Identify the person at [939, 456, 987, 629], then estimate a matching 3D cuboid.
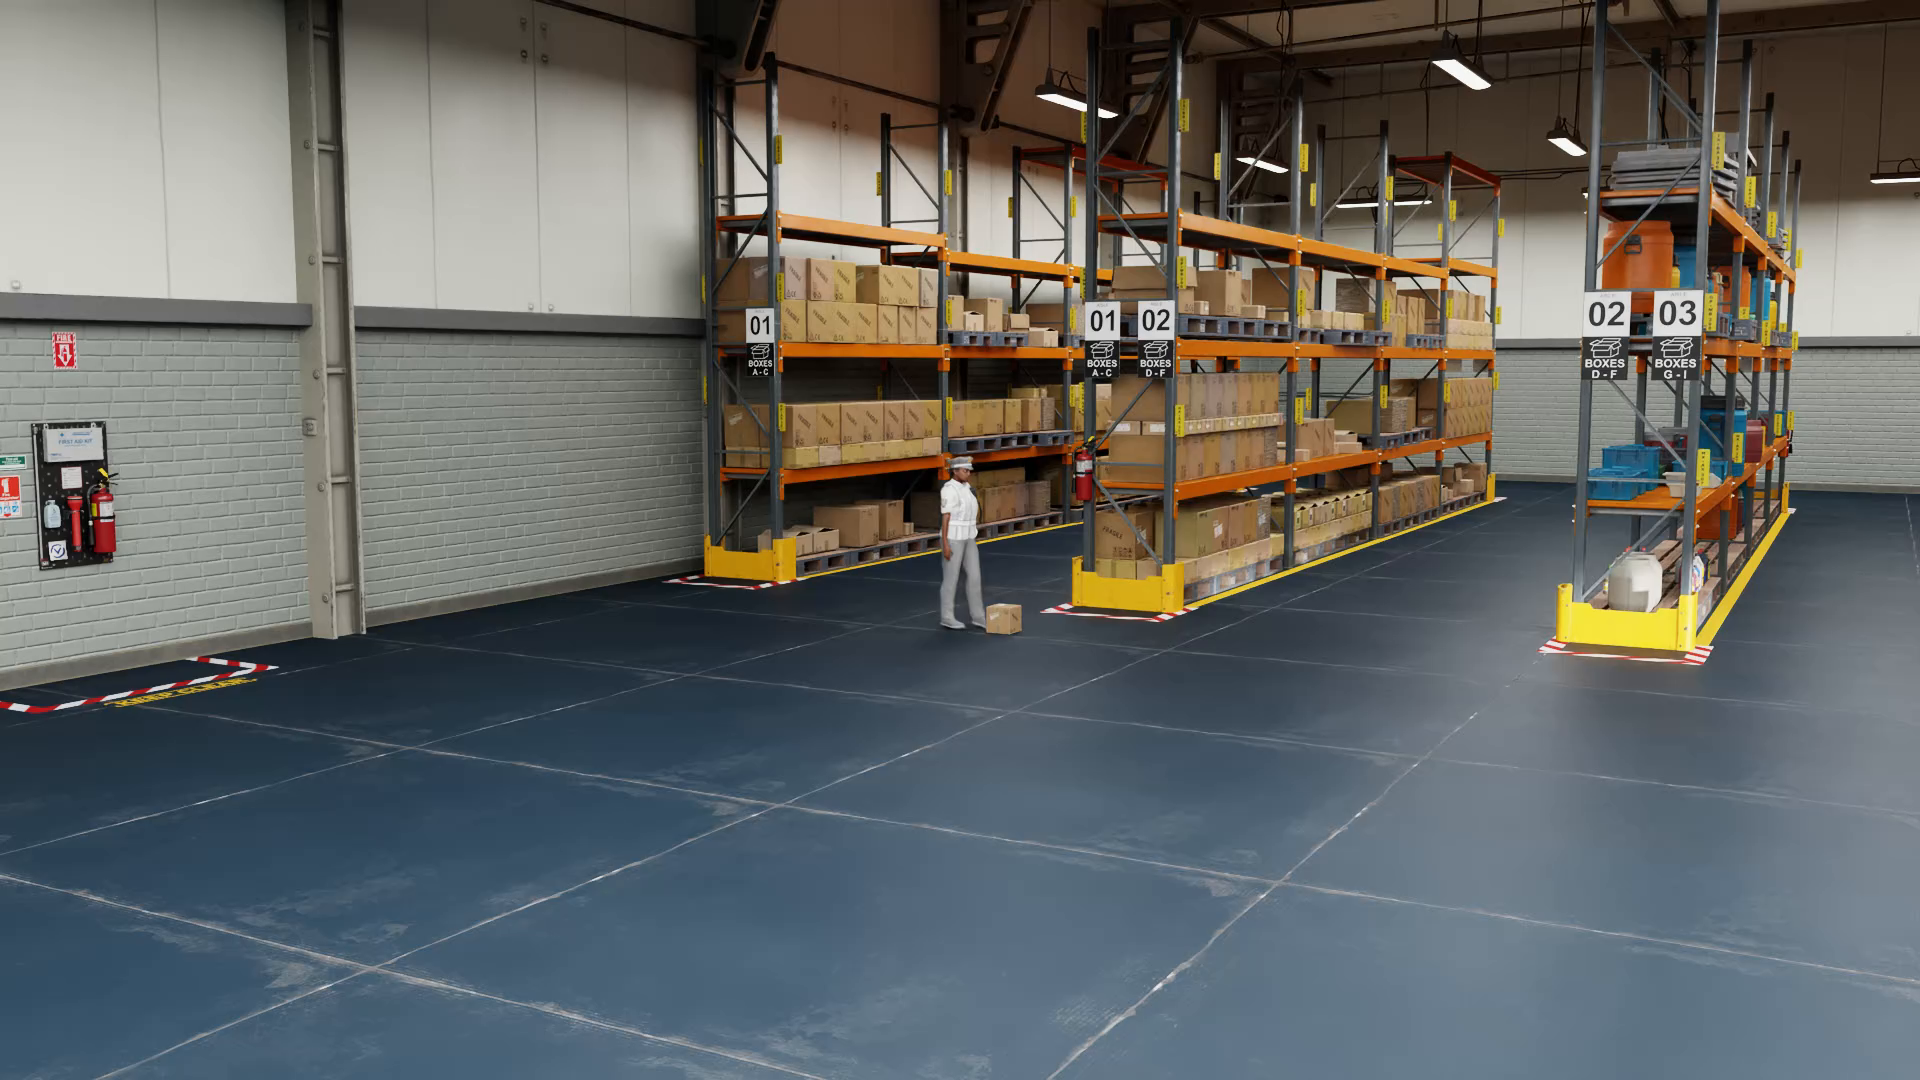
[{"bbox_3d":[0.054,0.024,16.040,0.523,1.673,0.479,4,7,35],"label":"person"}]
